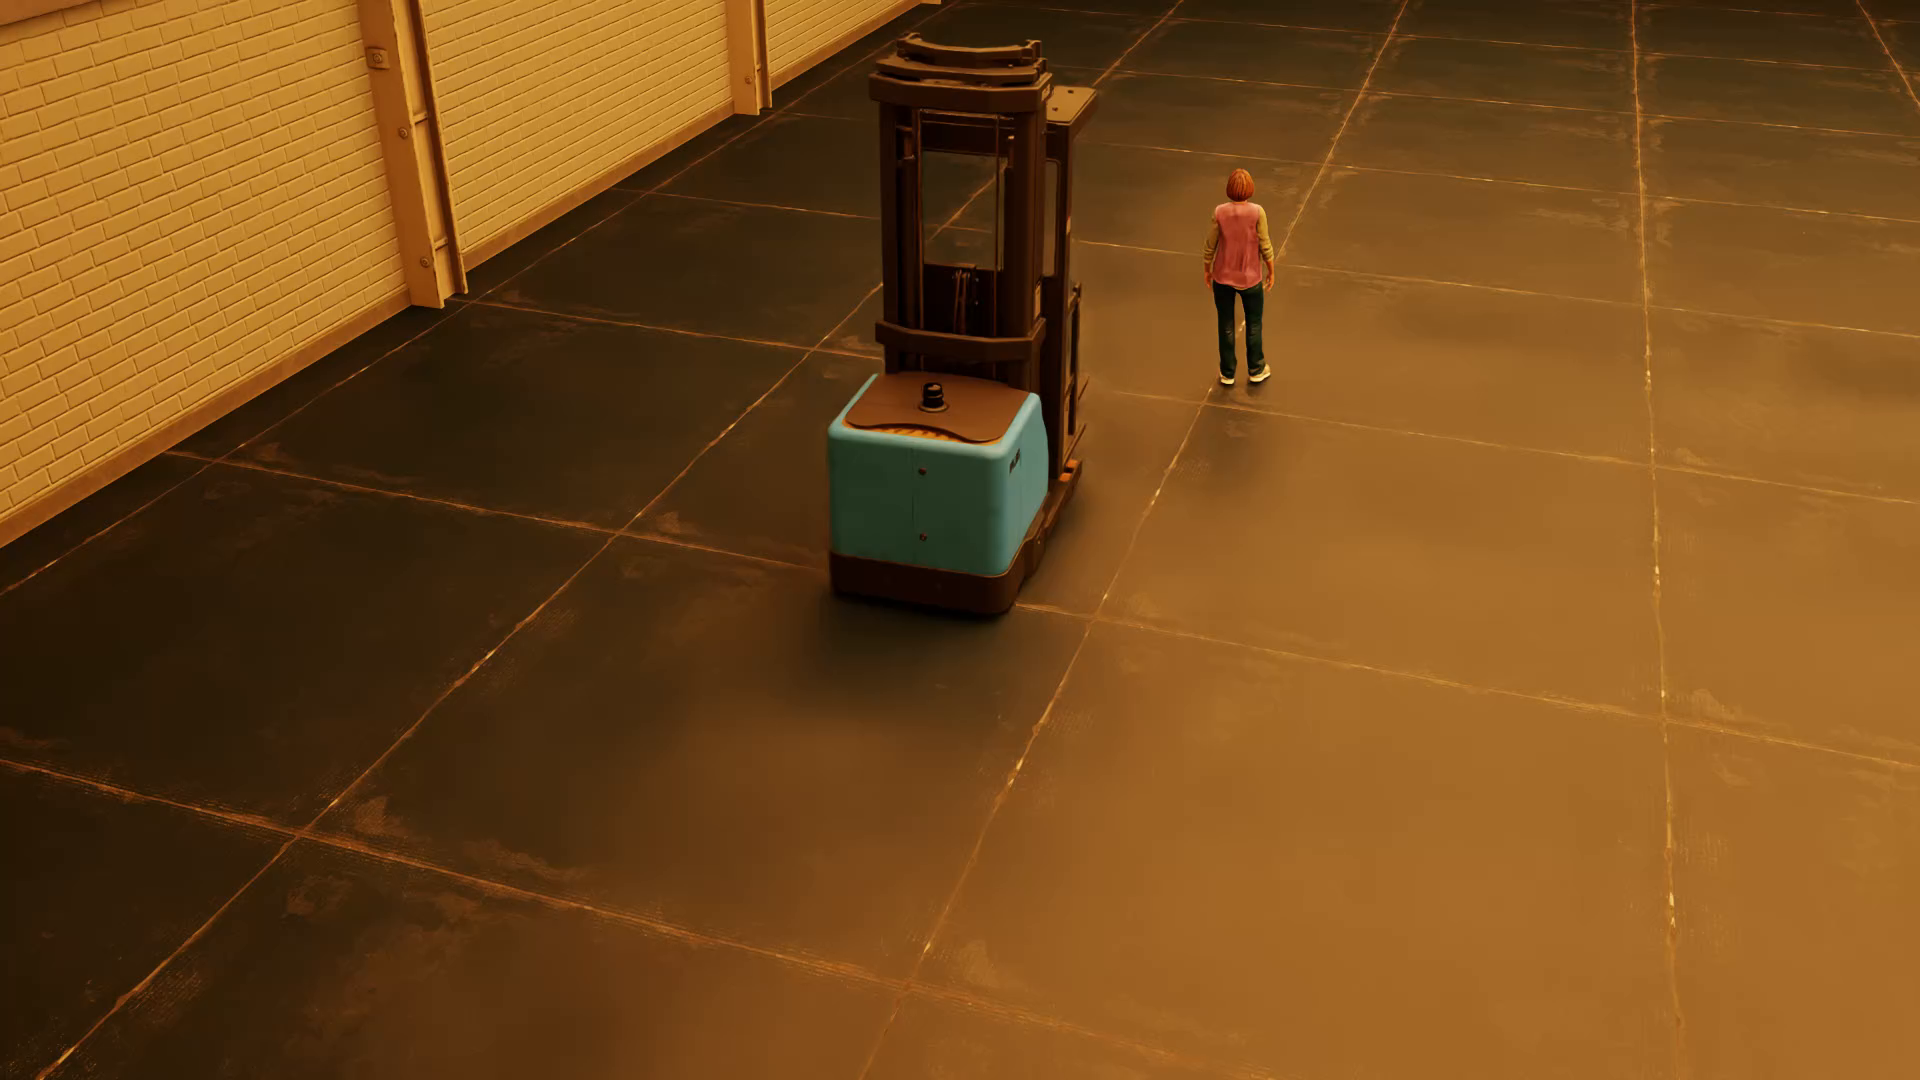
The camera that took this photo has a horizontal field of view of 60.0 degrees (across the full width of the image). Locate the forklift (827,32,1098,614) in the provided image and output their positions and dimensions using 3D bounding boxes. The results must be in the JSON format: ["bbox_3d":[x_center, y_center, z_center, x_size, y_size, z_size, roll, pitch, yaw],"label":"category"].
[{"bbox_3d":[0.160,-1.580,9.908,1.130,2.935,3.031,8,31,14],"label":"forklift"}]

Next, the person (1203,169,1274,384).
[{"bbox_3d":[1.980,-1.866,11.746,0.518,1.595,0.473,9,31,16],"label":"person"}]
